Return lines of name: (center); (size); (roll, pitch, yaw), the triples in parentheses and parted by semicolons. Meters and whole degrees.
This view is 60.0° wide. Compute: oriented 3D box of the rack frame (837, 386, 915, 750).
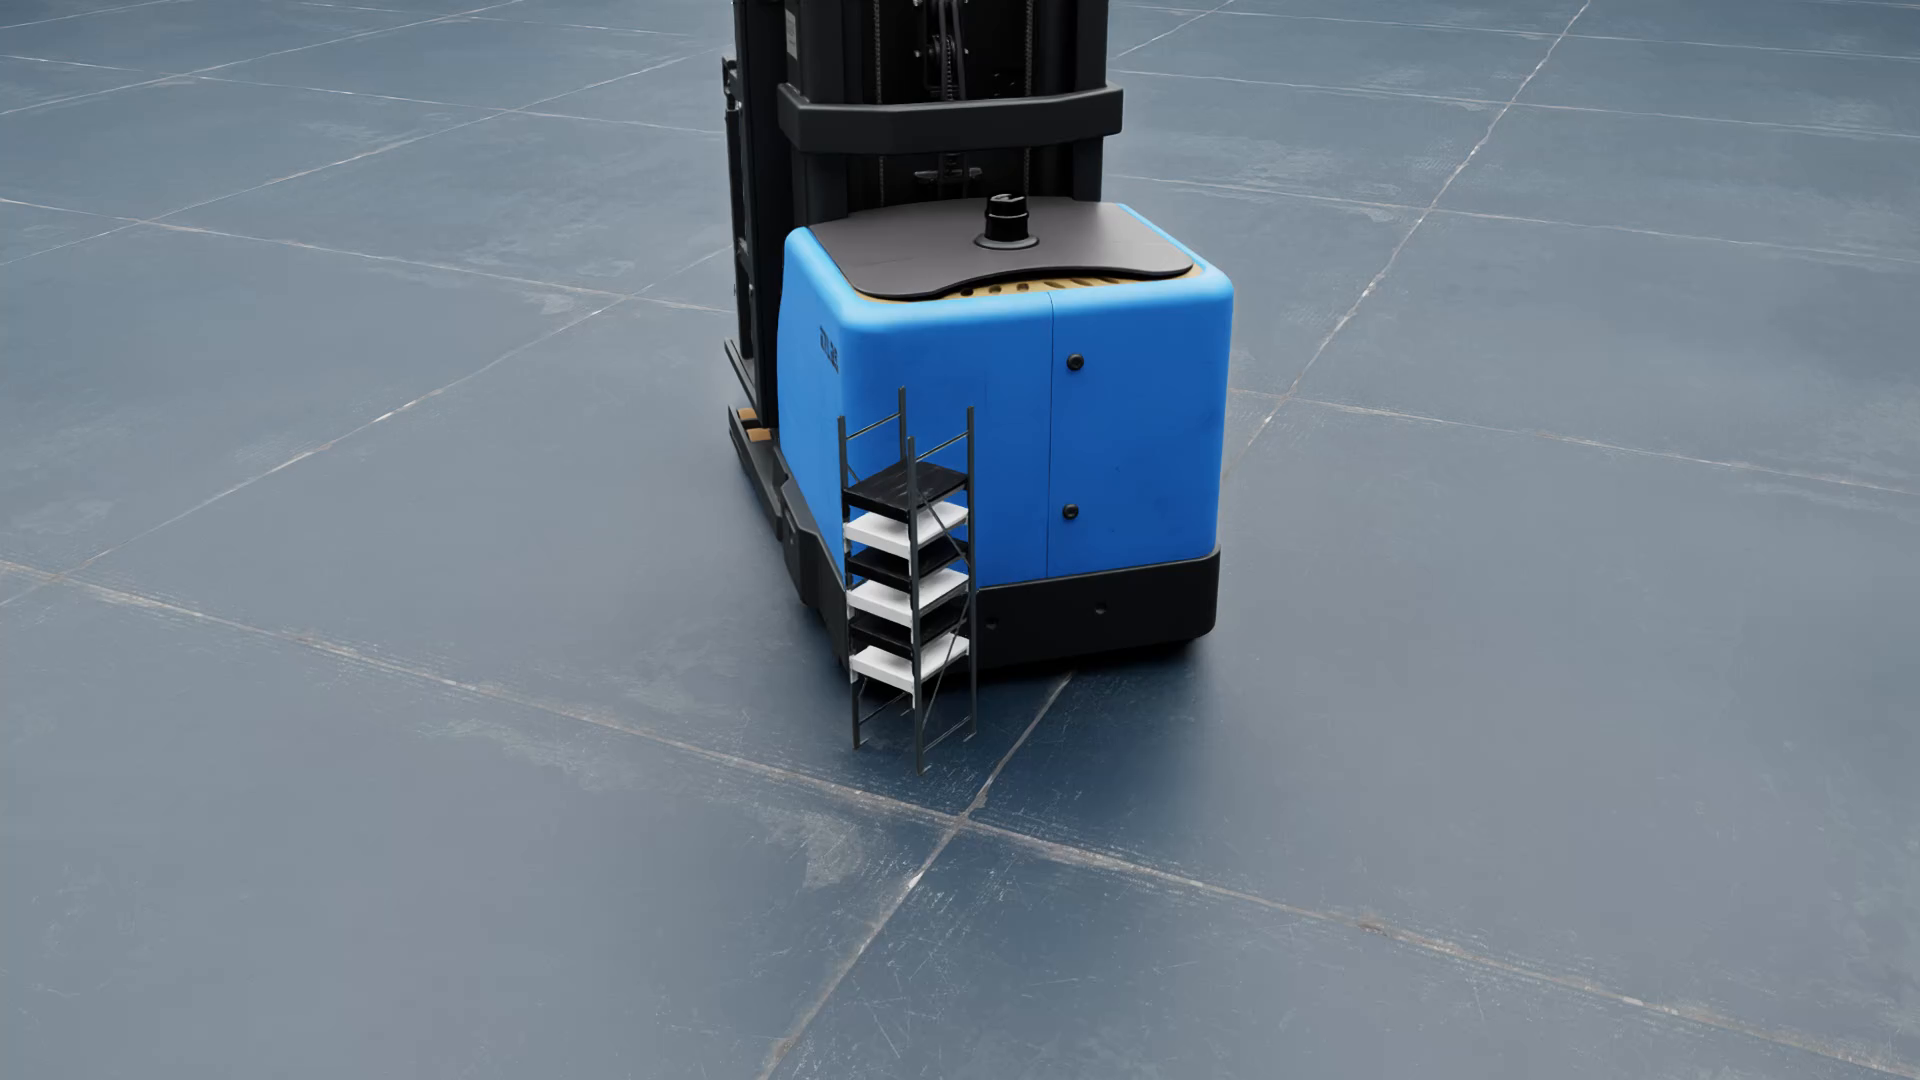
rack frame: (-0.199, 0.081, 4.063); (0.006, 0.900, 0.240); (18, 32, 33)

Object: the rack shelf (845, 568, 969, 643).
rack shelf: (-0.117, 0.138, 4.022); (0.200, 0.077, 0.258); (18, 32, 33)

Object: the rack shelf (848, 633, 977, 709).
rack shelf: (-0.115, 0.299, 4.103); (0.200, 0.077, 0.258); (18, 32, 33)

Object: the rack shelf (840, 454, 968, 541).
rack shelf: (-0.120, -0.104, 3.901); (0.200, 0.077, 0.258); (18, 32, 33)

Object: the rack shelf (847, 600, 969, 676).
rack shelf: (-0.116, 0.218, 4.062); (0.200, 0.077, 0.258); (18, 32, 33)

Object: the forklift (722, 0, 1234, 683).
forklift: (-0.186, -1.573, 5.126); (1.130, 2.935, 3.031); (-7, 27, -14)

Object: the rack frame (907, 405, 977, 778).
rack frame: (-0.037, 0.134, 3.952); (0.006, 0.900, 0.240); (18, 32, 33)

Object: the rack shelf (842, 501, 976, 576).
rack shelf: (-0.119, -0.023, 3.942); (0.200, 0.077, 0.258); (18, 32, 33)

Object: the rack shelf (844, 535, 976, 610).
rack shelf: (-0.118, 0.057, 3.982); (0.200, 0.077, 0.258); (18, 32, 33)

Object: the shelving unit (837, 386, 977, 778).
shelving unit: (-0.118, 0.108, 4.007); (0.210, 0.900, 0.258); (18, 32, 33)
